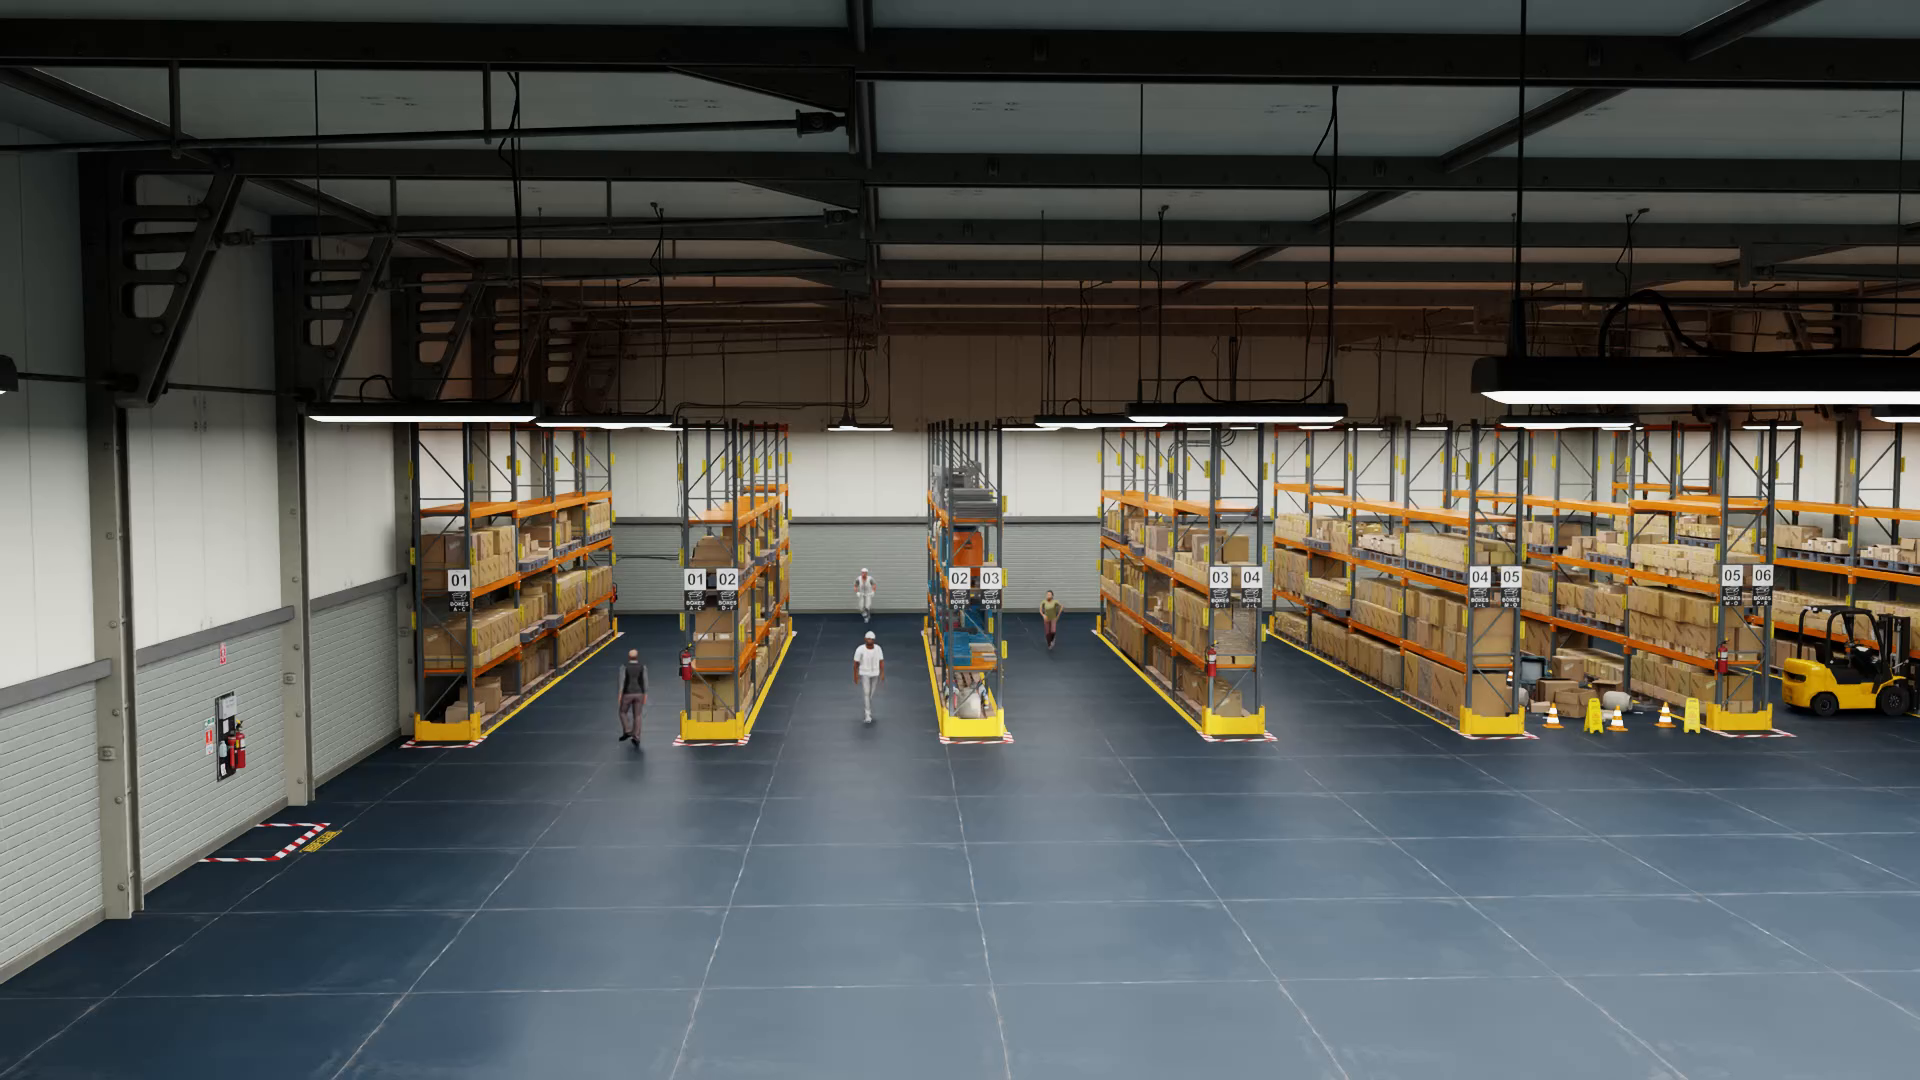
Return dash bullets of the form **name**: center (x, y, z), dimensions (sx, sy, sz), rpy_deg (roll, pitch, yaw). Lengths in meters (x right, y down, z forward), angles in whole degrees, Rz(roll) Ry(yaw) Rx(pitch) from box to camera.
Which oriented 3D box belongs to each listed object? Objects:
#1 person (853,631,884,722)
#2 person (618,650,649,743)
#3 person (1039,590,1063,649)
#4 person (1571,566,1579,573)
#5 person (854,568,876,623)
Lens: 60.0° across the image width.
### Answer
- **person**: center (-1.790, 2.707, 33.324), dimensions (0.585, 1.747, 0.870), rpy_deg (-2, 4, -29)
- **person**: center (-6.045, 2.885, 30.750), dimensions (0.572, 1.701, 0.527), rpy_deg (-2, 4, -25)
- **person**: center (2.415, 2.113, 44.057), dimensions (0.626, 1.587, 0.685), rpy_deg (0, 4, 6)
- **person**: center (18.536, 1.648, 49.992), dimensions (1.017, 1.750, 0.566), rpy_deg (-1, 4, -9)
- **person**: center (-2.869, 1.675, 50.179), dimensions (0.671, 1.686, 0.632), rpy_deg (0, 4, 6)
